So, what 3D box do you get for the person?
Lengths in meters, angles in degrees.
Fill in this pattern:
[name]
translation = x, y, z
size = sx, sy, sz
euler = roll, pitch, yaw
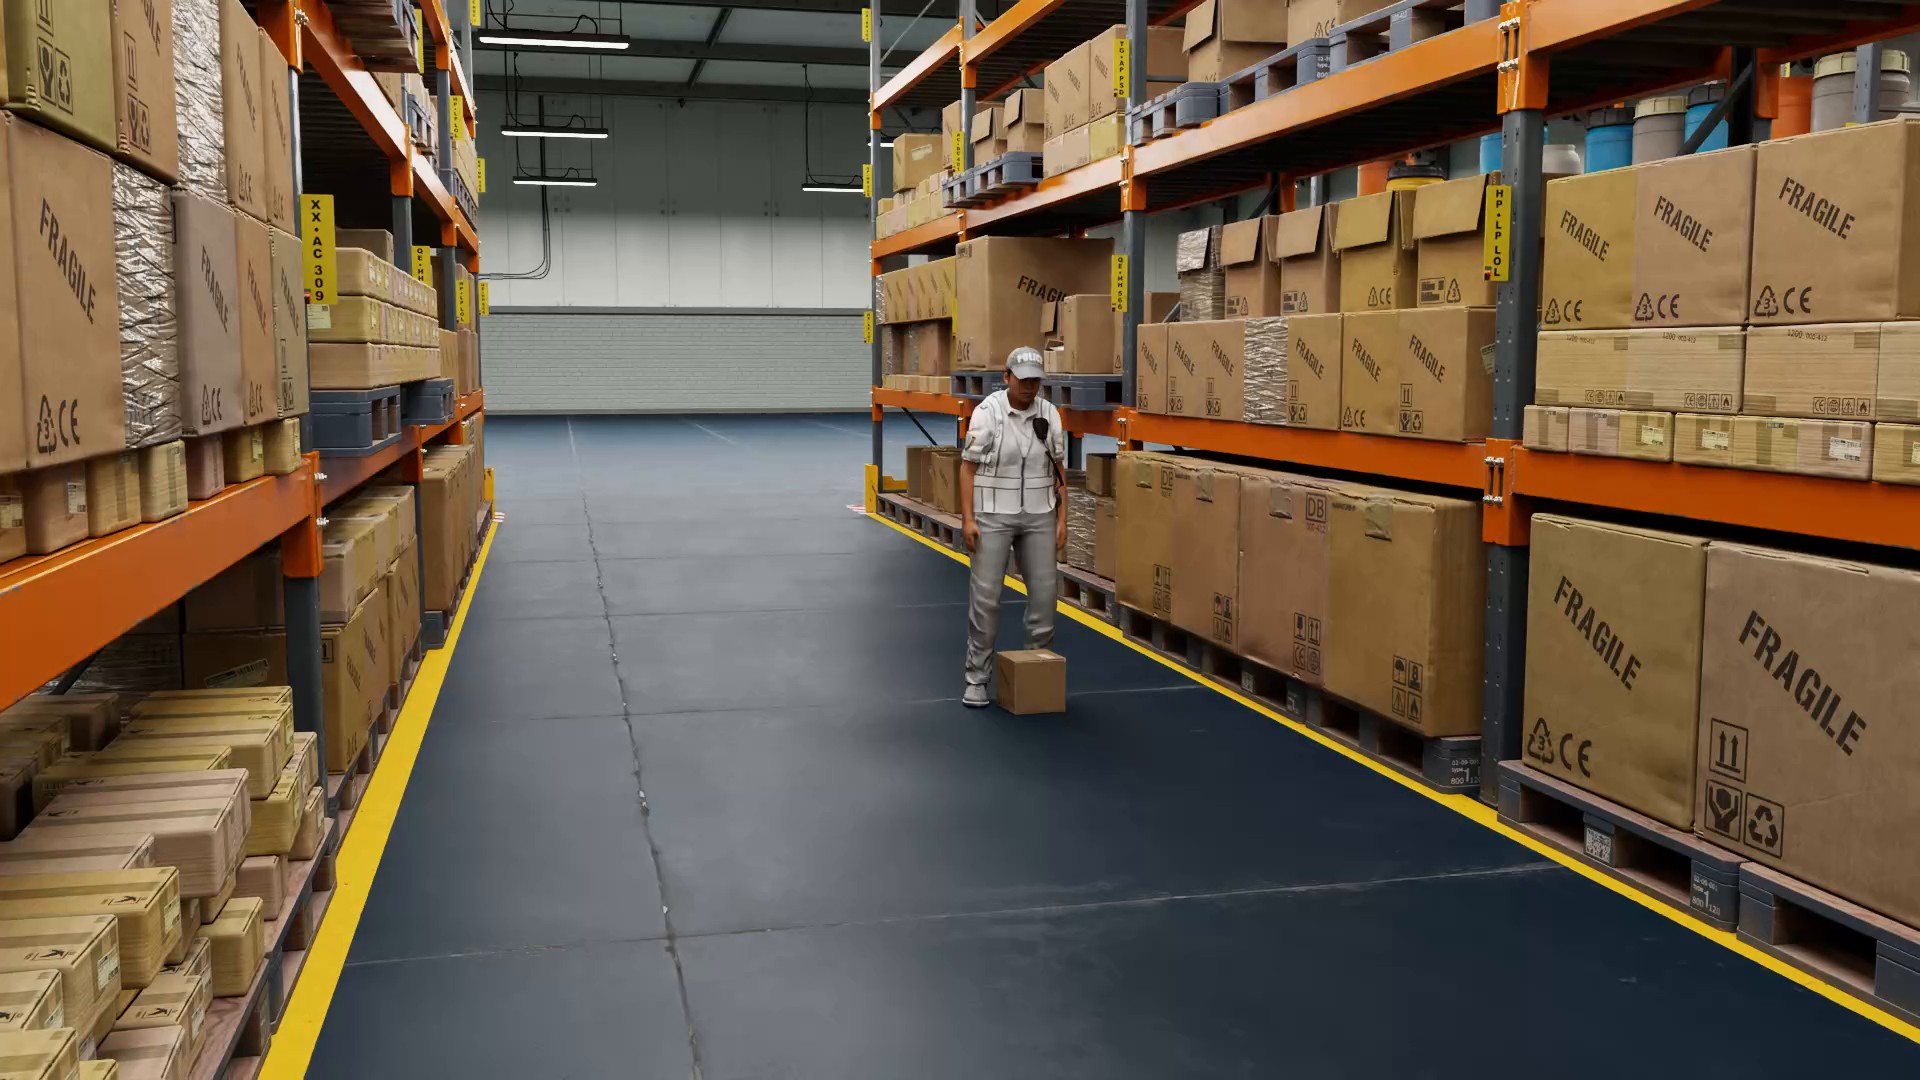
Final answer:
[person]
translation = 0.254, -0.072, 7.812
size = 0.540, 1.665, 0.467
euler = -2, 6, -15
